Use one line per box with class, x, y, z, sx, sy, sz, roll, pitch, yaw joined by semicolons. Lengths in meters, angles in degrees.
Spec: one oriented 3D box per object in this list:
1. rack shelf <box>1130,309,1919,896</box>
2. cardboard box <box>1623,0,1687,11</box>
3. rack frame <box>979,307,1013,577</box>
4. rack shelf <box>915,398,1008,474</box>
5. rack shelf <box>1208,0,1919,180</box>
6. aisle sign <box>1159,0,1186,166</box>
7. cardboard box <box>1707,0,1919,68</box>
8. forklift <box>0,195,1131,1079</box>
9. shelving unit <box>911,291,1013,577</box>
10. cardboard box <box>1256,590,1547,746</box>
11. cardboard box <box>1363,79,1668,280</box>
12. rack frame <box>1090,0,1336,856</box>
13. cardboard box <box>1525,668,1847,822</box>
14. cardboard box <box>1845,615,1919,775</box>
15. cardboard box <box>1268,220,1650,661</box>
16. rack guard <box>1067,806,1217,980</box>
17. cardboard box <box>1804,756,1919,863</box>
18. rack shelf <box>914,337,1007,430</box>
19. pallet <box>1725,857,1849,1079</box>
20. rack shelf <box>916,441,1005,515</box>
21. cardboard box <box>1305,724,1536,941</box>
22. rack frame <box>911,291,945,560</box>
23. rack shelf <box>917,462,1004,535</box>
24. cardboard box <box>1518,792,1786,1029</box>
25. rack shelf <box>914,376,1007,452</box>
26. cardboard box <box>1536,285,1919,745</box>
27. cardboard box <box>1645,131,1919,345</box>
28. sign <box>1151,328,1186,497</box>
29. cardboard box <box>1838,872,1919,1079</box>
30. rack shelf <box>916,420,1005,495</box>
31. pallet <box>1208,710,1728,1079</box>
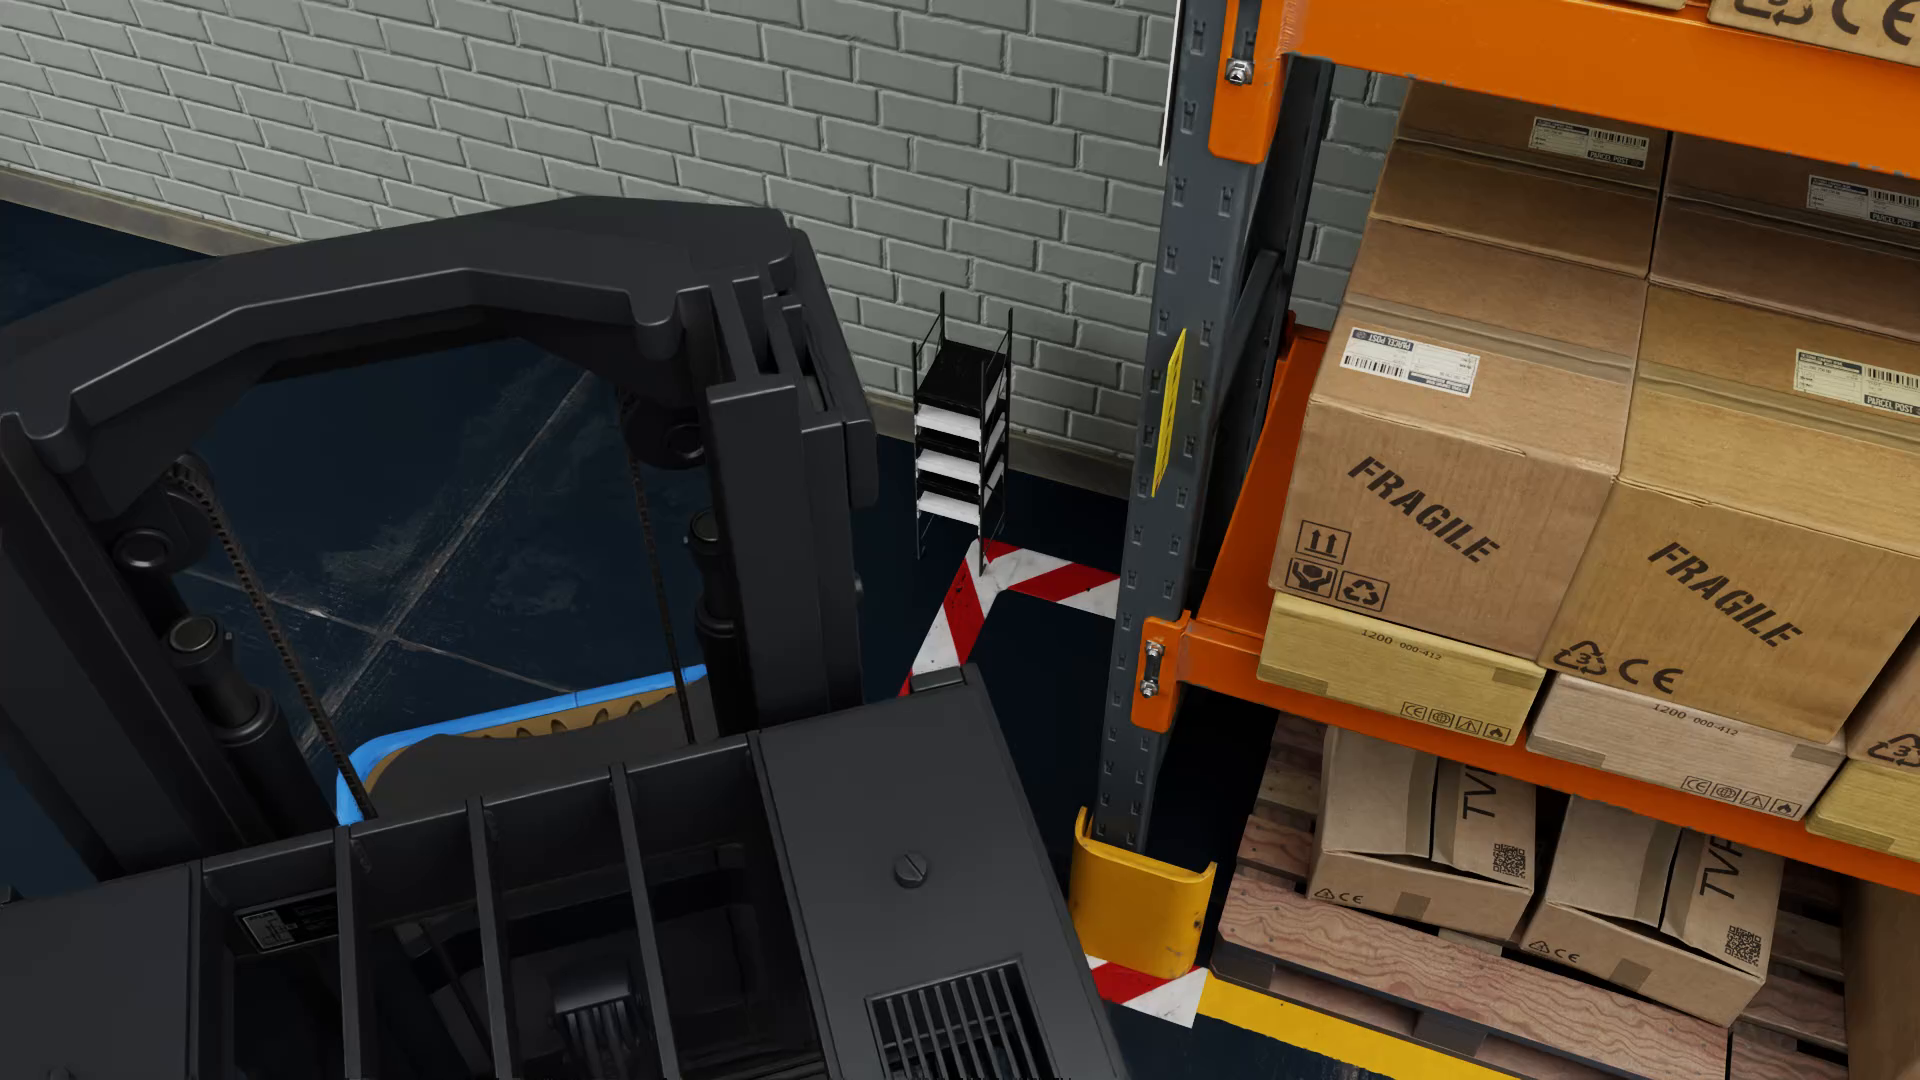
rack shelf;2.425;0.441;3.358;4.000;0.370;1.077;16;51;13
cardboard box;0.776;-1.075;2.132;0.500;0.500;0.500;17;51;14
rack frame;0.103;-0.266;4.885;0.006;0.900;0.240;16;51;13
rack shelf;0.007;-0.330;4.865;0.200;0.077;0.258;16;51;13
rack shelf;2.425;-0.541;2.225;4.000;0.370;1.077;16;51;13
aisle sign;0.378;-0.976;2.390;0.004;0.787;0.394;16;51;13
cardboard box;1.268;-0.909;1.988;0.500;0.500;0.500;19;52;16
forklift;-0.416;1.141;2.321;1.130;2.935;3.031;-12;50;-10
shelving unit;0.007;-0.293;4.908;0.210;0.900;0.258;16;51;13
cardboard box;0.897;0.078;3.284;0.500;0.250;0.500;14;51;12
cardboard box;1.065;-0.548;3.330;0.500;0.500;0.500;15;51;13
rack frame;0.549;-0.318;3.541;0.127;3.000;1.000;16;51;13
cardboard box;1.389;0.203;3.175;0.500;0.250;0.500;14;51;12
cardboard box;1.836;0.093;2.774;0.500;0.500;0.500;14;51;12
cardboard box;0.893;-0.183;3.013;0.500;0.500;0.500;16;51;13
rack guard;0.621;0.521;4.468;0.348;0.500;1.175;16;51;13
cardboard box;1.865;0.341;3.055;0.500;0.250;0.500;15;51;13
rack shelf;0.007;-0.448;4.729;0.200;0.077;0.258;16;51;13
pallet;2.511;1.174;4.093;1.213;0.211;1.003;16;51;13
rack shelf;0.007;-0.212;5.001;0.200;0.077;0.258;16;51;13
cardboard box;1.167;0.664;4.178;0.500;0.311;0.500;10;50;9
rack frame;-0.088;-0.319;4.931;0.006;0.900;0.240;16;51;13
rack shelf;0.008;-0.153;5.069;0.200;0.077;0.258;16;51;13
cardboard box;1.702;0.813;4.049;0.500;0.311;0.500;19;52;16
rack shelf;0.007;-0.389;4.797;0.200;0.077;0.258;16;51;13
cardboard box;1.353;-0.046;2.895;0.500;0.500;0.500;16;51;13
cardboard box;1.534;-0.409;3.210;0.500;0.500;0.500;16;51;14
sign;0.361;-0.217;2.880;0.005;0.325;0.100;16;51;13
cardboard box;2.373;0.979;3.780;0.500;0.500;0.700;13;50;11
rack shelf;0.007;-0.271;4.933;0.200;0.077;0.258;16;51;13
pallet;1.370;0.853;4.371;1.213;0.211;1.003;16;51;13
